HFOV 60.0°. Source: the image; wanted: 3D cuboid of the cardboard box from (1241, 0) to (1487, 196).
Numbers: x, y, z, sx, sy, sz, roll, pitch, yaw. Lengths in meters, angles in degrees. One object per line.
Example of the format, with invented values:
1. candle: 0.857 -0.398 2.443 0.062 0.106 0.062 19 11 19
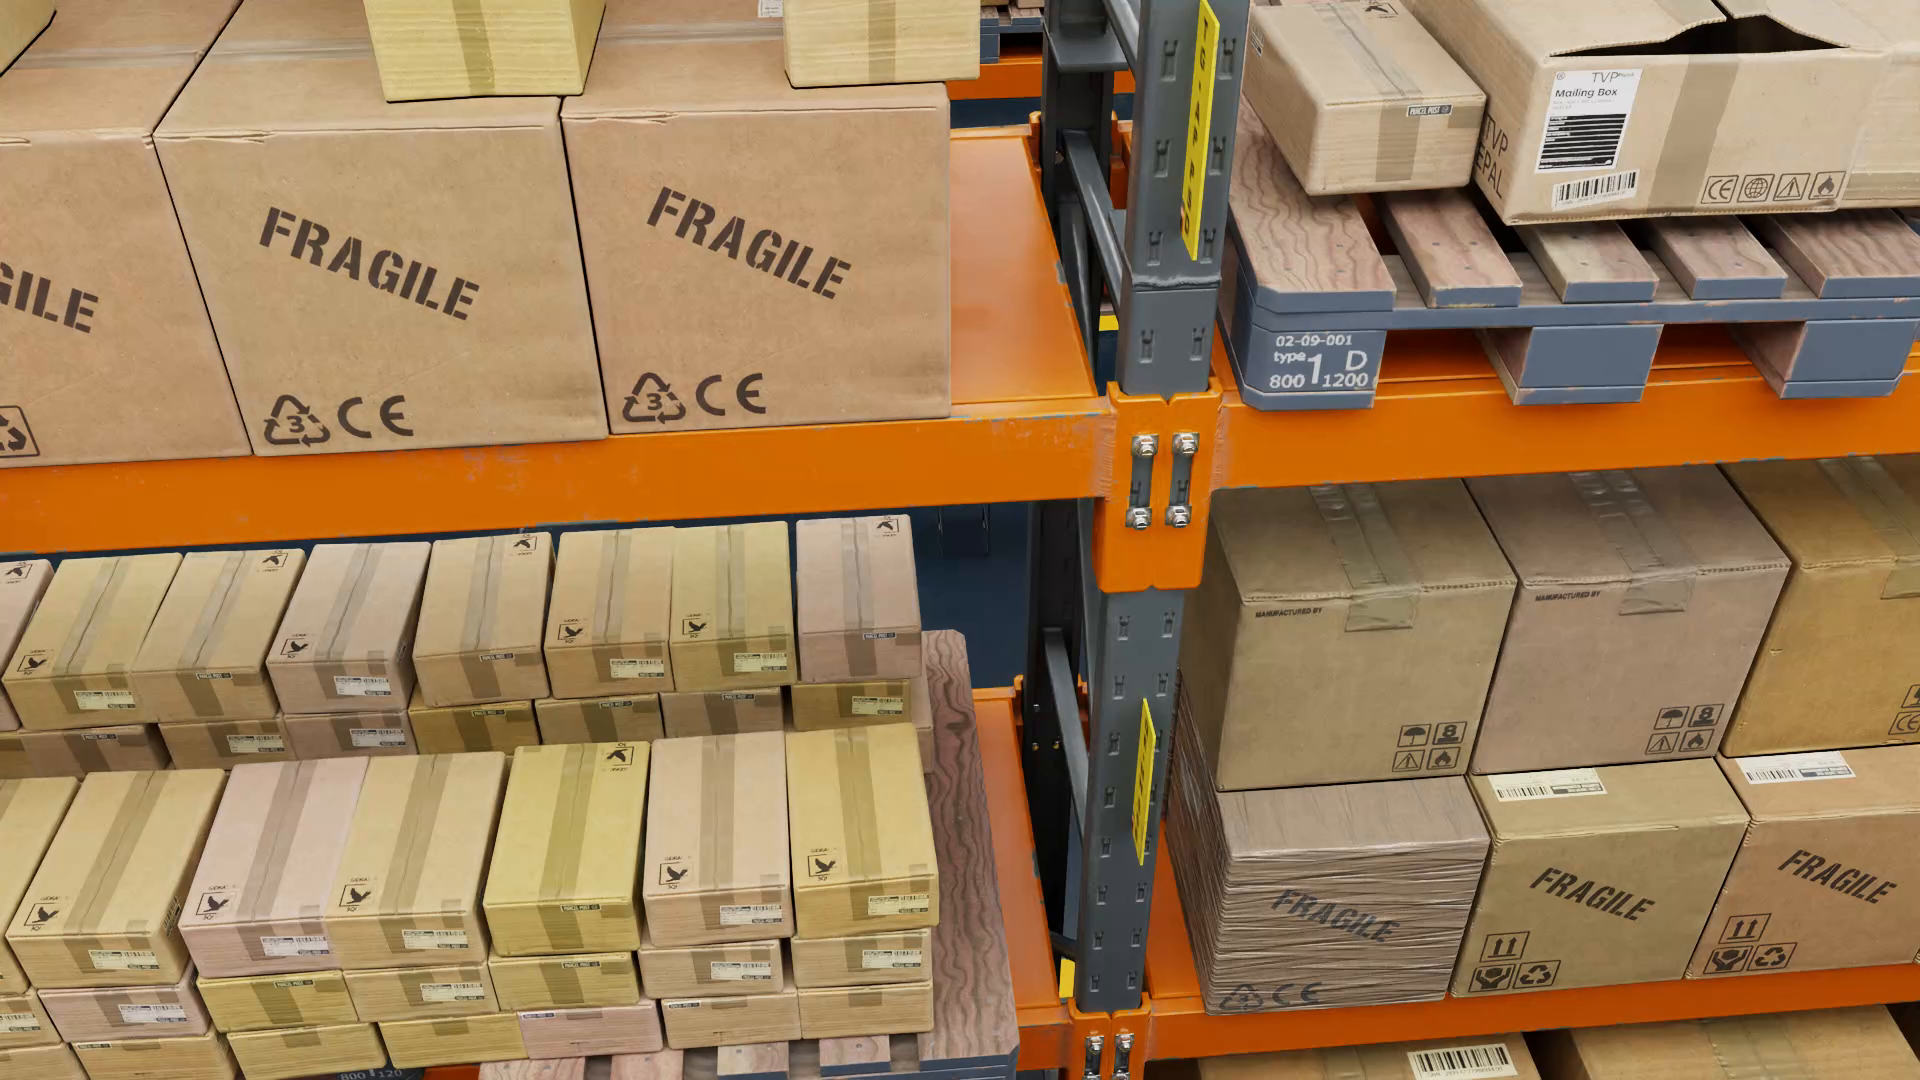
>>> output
1. cardboard box: 0.610 -0.687 2.561 0.250 0.149 0.380 -5 39 -6

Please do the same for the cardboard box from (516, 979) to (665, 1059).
1. cardboard box: -0.691 0.787 3.195 0.250 0.149 0.380 -3 38 -3

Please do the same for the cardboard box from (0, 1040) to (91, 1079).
1. cardboard box: -1.737 0.844 3.122 0.250 0.149 0.380 -5 39 -6

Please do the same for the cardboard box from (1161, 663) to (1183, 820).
1. cardboard box: 0.688 0.286 3.885 0.500 0.500 0.500 -3 38 -4

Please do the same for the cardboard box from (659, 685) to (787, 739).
1. cardboard box: -0.506 0.251 3.634 0.250 0.149 0.380 -1 38 -2

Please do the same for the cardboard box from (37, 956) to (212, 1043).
1. cardboard box: -1.473 0.713 3.049 0.250 0.149 0.380 -2 38 -3

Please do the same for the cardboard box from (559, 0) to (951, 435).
1. cardboard box: -0.283 -0.513 2.477 0.500 0.500 0.500 -3 38 -4

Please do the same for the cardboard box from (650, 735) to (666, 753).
1. cardboard box: -0.737 0.379 3.712 0.250 0.149 0.380 -1 38 -2

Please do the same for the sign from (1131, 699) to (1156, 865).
1. sign: 0.320 0.426 2.917 0.005 0.325 0.100 -3 38 -4

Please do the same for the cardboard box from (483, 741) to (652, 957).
1. cardboard box: -0.696 0.552 3.012 0.250 0.149 0.380 -2 38 -3

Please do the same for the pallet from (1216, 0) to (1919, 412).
1. pallet: 0.900 -0.656 2.891 1.003 0.211 1.213 -1 38 -2

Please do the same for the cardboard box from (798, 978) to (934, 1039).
1. cardboard box: -0.188 0.760 3.229 0.250 0.149 0.380 -3 38 -3

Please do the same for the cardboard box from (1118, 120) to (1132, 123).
1. cardboard box: 1.022 -1.737 8.312 0.625 0.372 0.950 -4 38 -5

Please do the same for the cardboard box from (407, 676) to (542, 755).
1. cardboard box: -1.023 0.282 3.595 0.250 0.149 0.380 -3 38 -4

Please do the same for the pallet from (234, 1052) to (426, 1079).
1. pallet: -1.705 0.725 3.565 1.213 0.211 1.003 -3 38 -4

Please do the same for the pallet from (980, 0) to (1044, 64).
1. pallet: 0.424 -2.563 7.731 1.003 0.211 1.213 -3 38 -4

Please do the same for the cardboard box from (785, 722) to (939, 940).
1. cardboard box: -0.185 0.525 3.046 0.250 0.149 0.380 -5 39 -6

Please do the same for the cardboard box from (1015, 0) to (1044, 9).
1. cardboard box: 0.349 -2.497 7.357 0.250 0.149 0.380 -5 39 -7

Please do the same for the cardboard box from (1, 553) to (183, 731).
1. cardboard box: -1.772 0.206 3.451 0.250 0.149 0.380 -4 38 -5

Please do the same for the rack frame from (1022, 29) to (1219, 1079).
1. rack frame: 0.263 0.515 3.675 0.127 3.000 1.000 -3 38 -4

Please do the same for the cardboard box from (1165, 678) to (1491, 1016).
1. cardboard box: 0.734 0.618 3.464 0.500 0.500 0.500 -3 38 -3

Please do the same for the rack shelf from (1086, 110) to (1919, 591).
1. rack shelf: 2.255 -0.489 3.108 4.000 0.370 1.077 -3 38 -4

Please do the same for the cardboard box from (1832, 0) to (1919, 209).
1. cardboard box: 1.502 -0.739 2.545 0.500 0.250 0.500 -2 38 -3

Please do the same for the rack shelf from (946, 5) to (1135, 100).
1. rack shelf: 1.716 -2.360 7.901 4.000 0.370 1.077 -3 38 -4

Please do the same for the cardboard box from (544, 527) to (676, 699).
1. cardboard box: -0.727 0.149 3.524 0.250 0.149 0.380 -3 38 -4

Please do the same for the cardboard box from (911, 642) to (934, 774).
1. cardboard box: -0.201 0.349 3.750 0.250 0.149 0.380 -4 38 -5

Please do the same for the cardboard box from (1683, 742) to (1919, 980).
1. cardboard box: 1.743 0.561 3.537 0.500 0.500 0.500 -3 38 -4

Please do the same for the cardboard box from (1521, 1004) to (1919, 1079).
1. cardboard box: 1.748 1.206 4.277 0.750 0.750 1.050 -3 38 -3

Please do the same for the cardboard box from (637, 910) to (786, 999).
1. cardboard box: -0.455 0.656 3.120 0.250 0.149 0.380 -2 38 -2

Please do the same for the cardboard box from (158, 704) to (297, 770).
1. cardboard box: -1.519 0.307 3.563 0.250 0.149 0.380 -3 38 -4

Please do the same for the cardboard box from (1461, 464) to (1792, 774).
1. cardboard box: 1.215 0.037 3.394 0.500 0.500 0.700 -4 38 -5

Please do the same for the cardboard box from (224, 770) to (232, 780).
1. cardboard box: -1.521 0.423 3.656 0.250 0.149 0.380 -3 38 -3

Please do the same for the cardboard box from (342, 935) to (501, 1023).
1. cardboard box: -0.966 0.686 3.083 0.250 0.149 0.380 -3 38 -4

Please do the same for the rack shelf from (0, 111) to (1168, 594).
1. rack shelf: -1.729 -0.270 2.830 4.000 0.370 1.077 -3 38 -4

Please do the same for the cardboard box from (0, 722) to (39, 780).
1. cardboard box: -2.030 0.334 3.529 0.250 0.149 0.380 -3 38 -4

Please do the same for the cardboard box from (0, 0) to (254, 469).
1. cardboard box: -1.279 -0.453 2.400 0.500 0.500 0.500 -3 38 -4

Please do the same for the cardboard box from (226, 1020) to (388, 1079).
1. cardboard box: -1.208 0.814 3.161 0.250 0.149 0.380 -5 39 -6

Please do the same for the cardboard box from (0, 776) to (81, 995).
1. cardboard box: -1.732 0.609 2.940 0.250 0.149 0.380 -2 38 -3

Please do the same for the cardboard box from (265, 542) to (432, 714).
1. cardboard box: -1.260 0.179 3.485 0.250 0.149 0.380 -1 38 -2

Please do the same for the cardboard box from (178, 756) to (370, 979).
1. cardboard box: -1.202 0.579 2.978 0.250 0.149 0.380 -3 38 -4

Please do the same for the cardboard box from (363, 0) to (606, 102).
1. cardboard box: -0.626 -0.782 2.199 0.258 0.266 0.396 -3 38 -4

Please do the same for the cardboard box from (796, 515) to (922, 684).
1. cardboard box: -0.219 0.122 3.558 0.250 0.149 0.380 -3 38 -4

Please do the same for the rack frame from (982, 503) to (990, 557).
1. rack frame: 0.106 -0.477 6.386 0.006 1.200 0.240 -3 38 -4

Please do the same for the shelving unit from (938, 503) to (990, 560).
1. shelving unit: 0.014 -0.472 6.379 0.189 1.200 0.258 -3 38 -4
